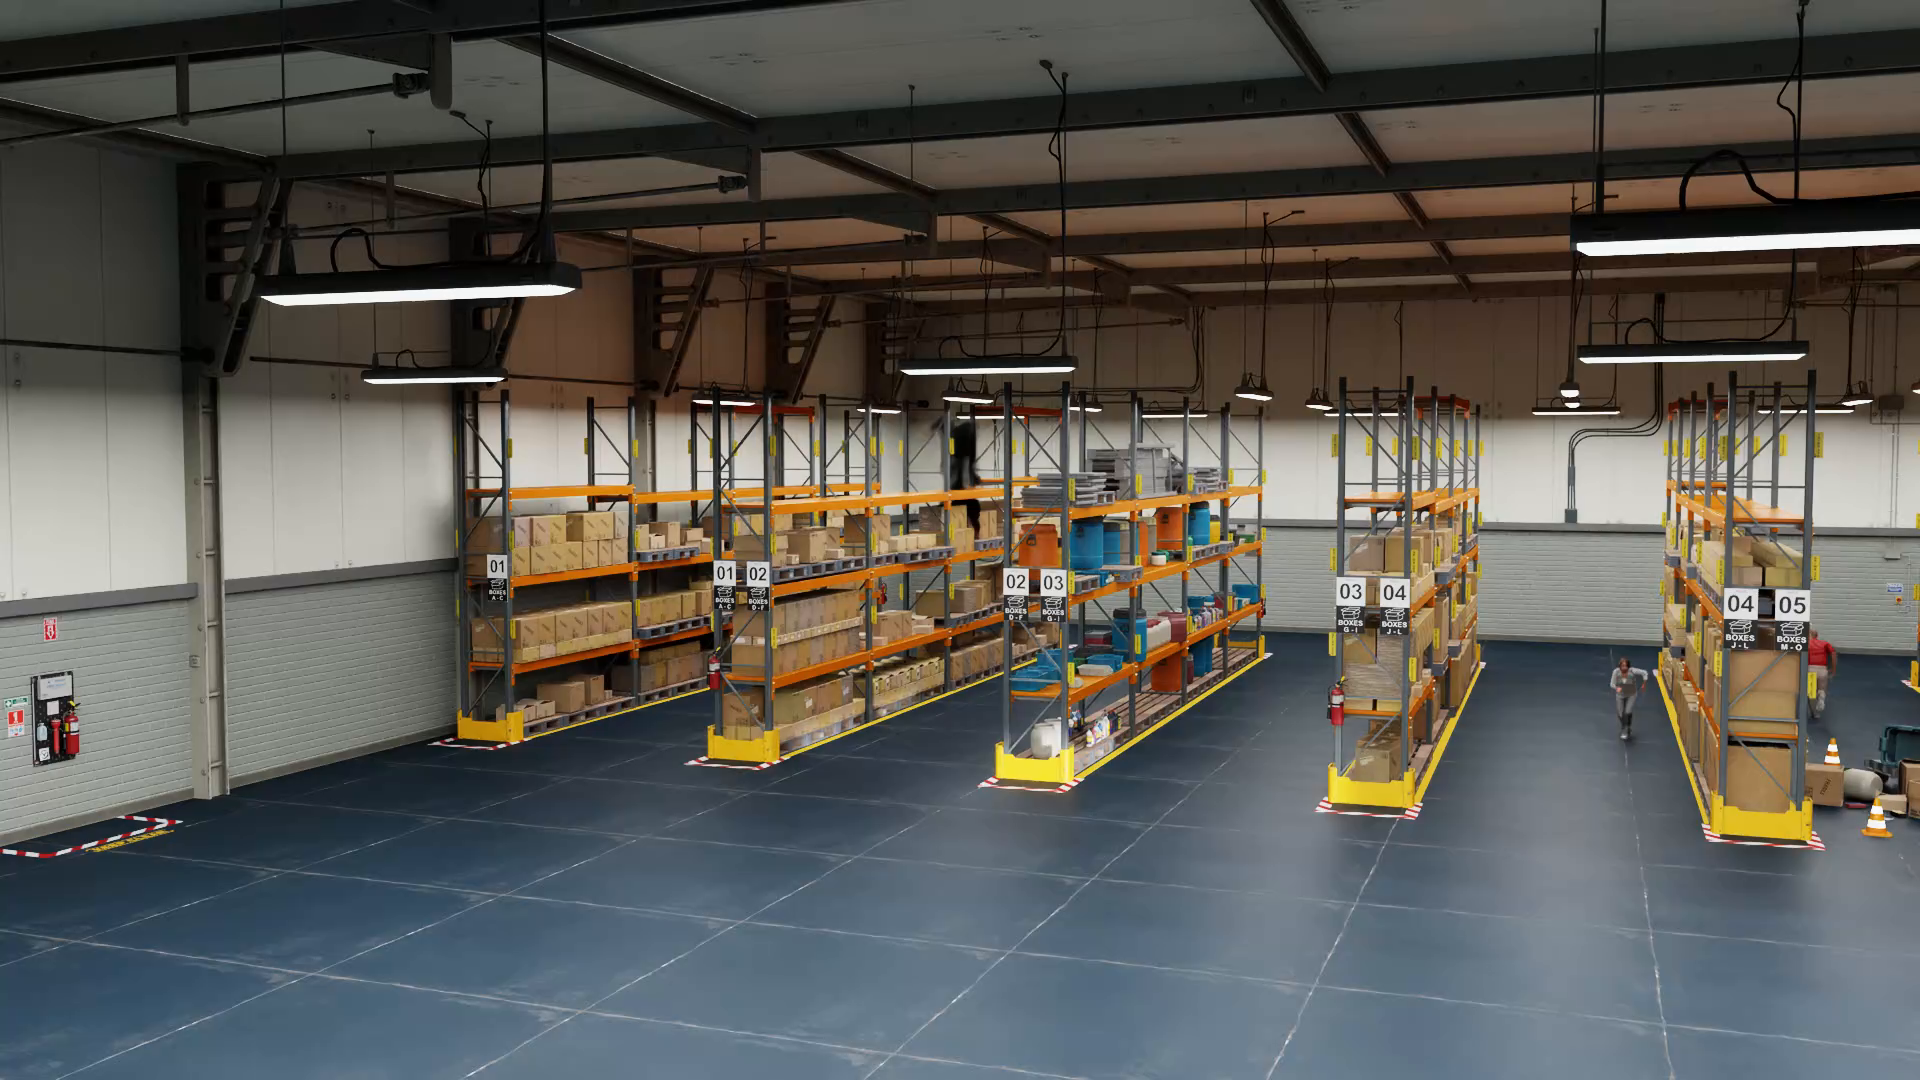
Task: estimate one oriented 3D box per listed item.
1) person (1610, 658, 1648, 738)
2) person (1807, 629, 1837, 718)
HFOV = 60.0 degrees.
[{"bbox_3d":[11.435,2.720,28.444,0.571,1.428,0.827,2,4,29],"label":"person"},{"bbox_3d":[15.808,2.496,30.716,0.695,1.693,0.721,1,3,18],"label":"person"}]
